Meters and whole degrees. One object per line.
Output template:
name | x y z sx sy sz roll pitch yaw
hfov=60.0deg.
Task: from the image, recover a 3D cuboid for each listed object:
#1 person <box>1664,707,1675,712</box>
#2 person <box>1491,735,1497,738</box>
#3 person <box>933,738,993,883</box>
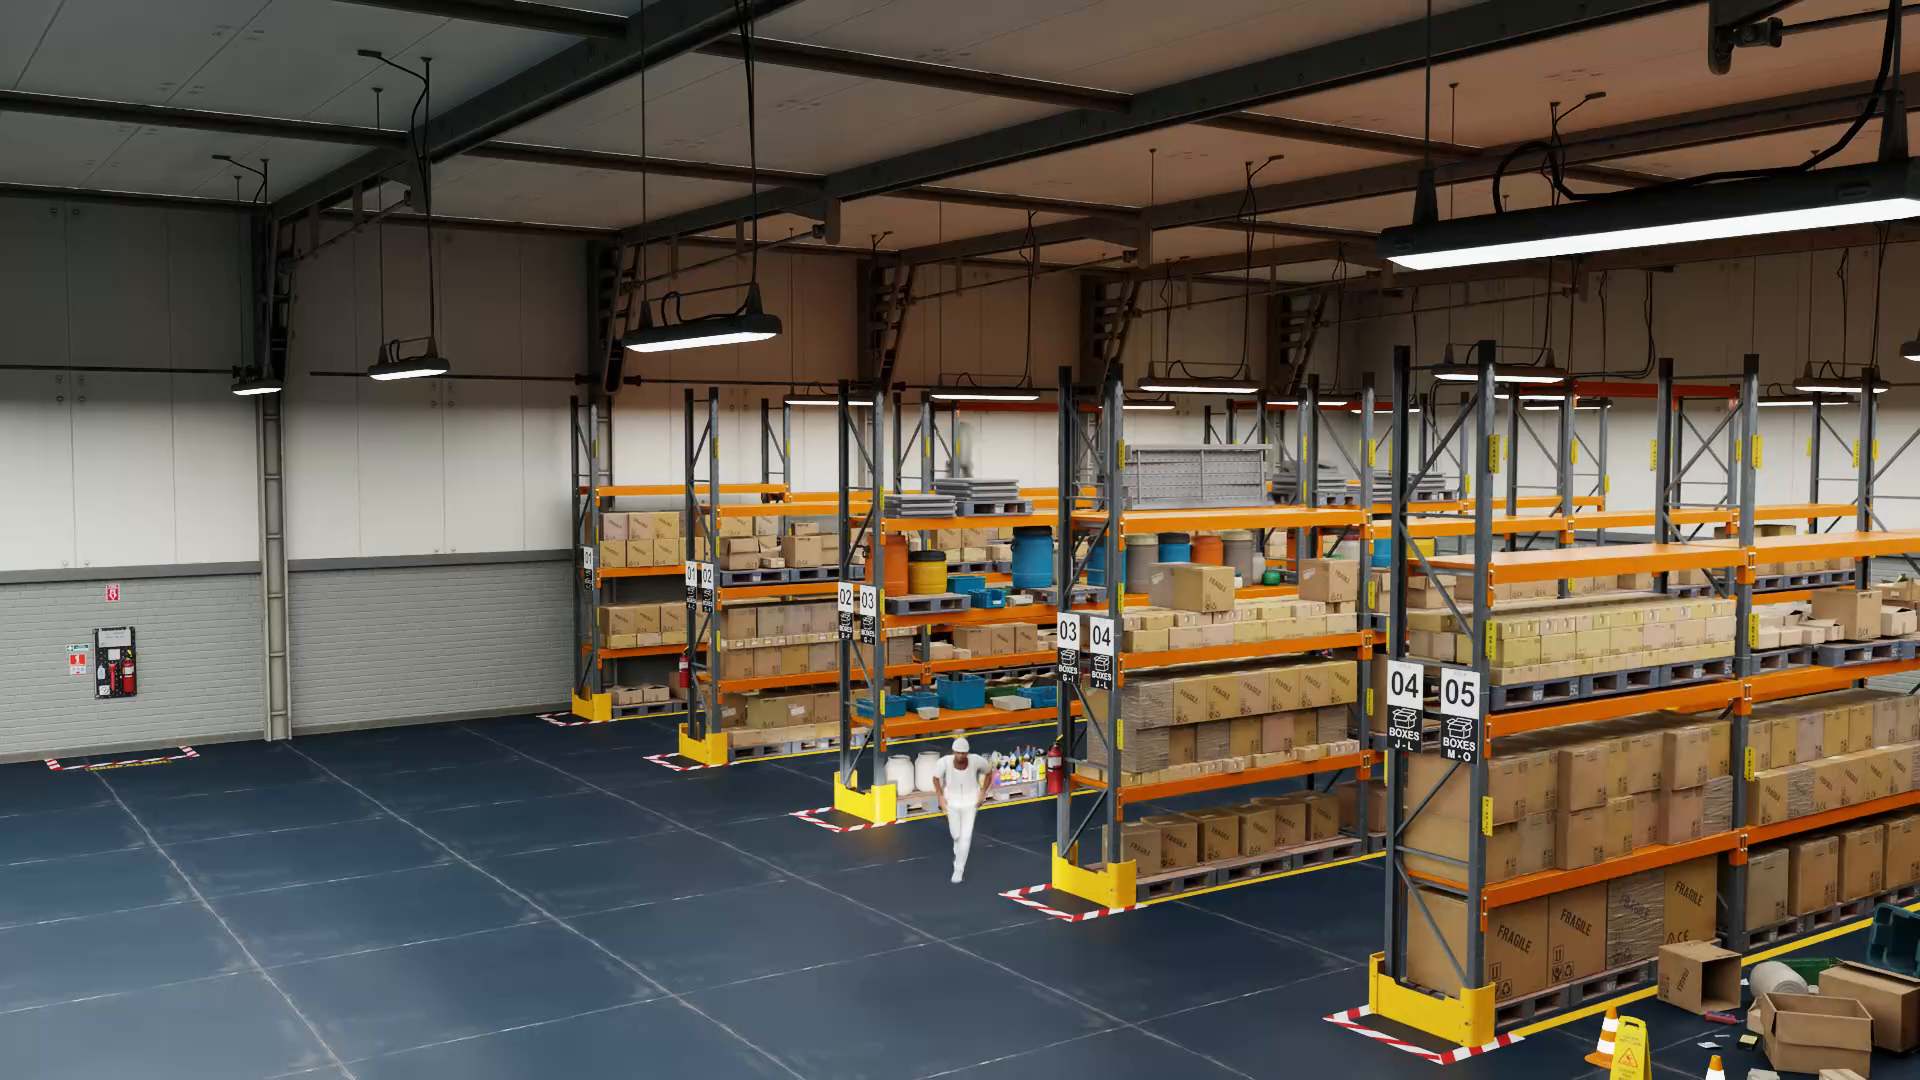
person | 9.496 2.979 22.056 1.026 1.775 0.696 -3 4 -40
person | 6.341 3.120 19.436 1.062 1.791 0.656 -3 5 -43
person | 0.028 3.149 19.786 0.711 1.714 0.992 0 3 -2
